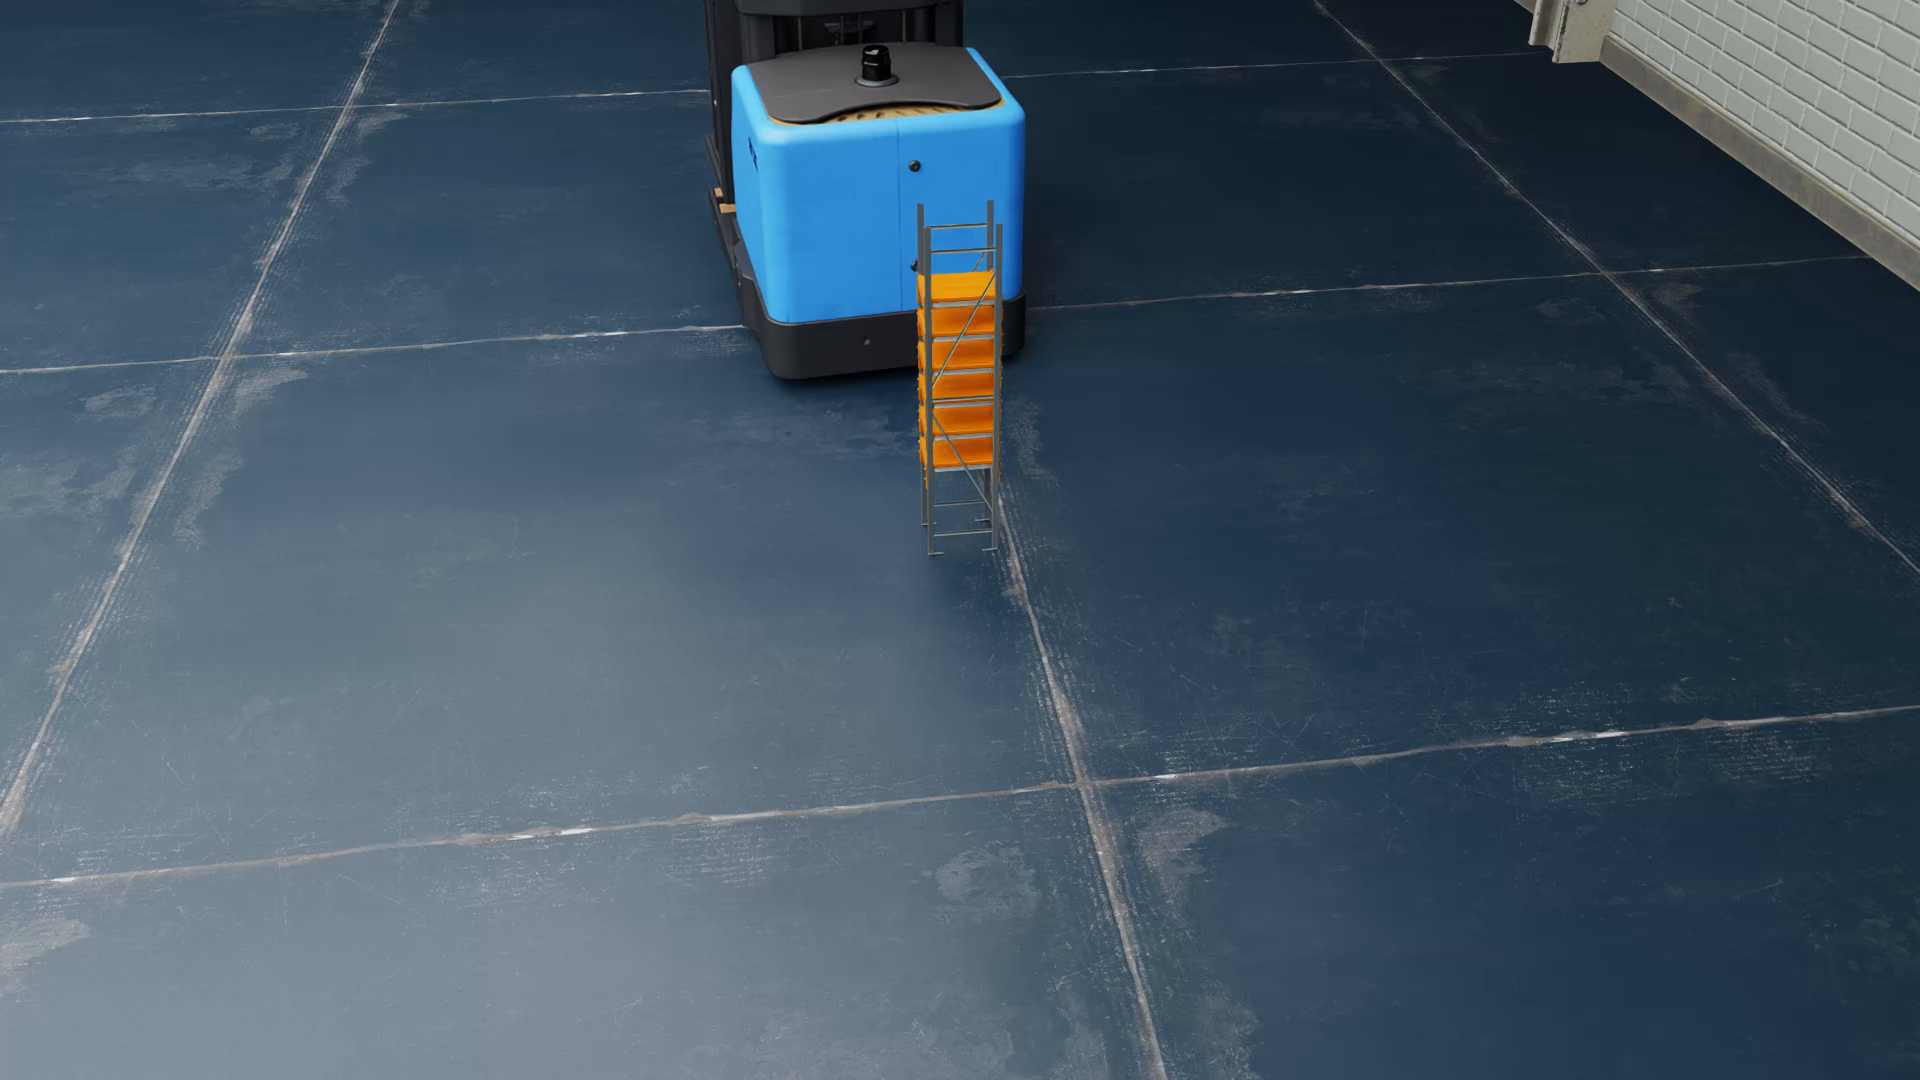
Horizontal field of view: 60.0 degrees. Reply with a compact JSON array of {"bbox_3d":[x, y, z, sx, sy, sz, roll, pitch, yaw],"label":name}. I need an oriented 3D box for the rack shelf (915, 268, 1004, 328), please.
[{"bbox_3d":[-0.002,-0.765,5.246,0.258,0.103,0.180,-4,35,-6],"label":"rack shelf"}]

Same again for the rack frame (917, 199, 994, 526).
[{"bbox_3d":[-0.014,-0.555,5.499,0.240,1.200,0.006,-4,35,-6],"label":"rack frame"}]

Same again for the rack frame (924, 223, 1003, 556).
[{"bbox_3d":[0.010,-0.453,5.349,0.240,1.200,0.006,-4,35,-6],"label":"rack frame"}]

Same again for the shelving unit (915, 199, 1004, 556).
[{"bbox_3d":[-0.002,-0.504,5.424,0.258,1.200,0.189,-4,35,-6],"label":"shelving unit"}]

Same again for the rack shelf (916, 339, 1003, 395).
[{"bbox_3d":[-0.002,-0.566,5.381,0.258,0.103,0.180,-4,35,-6],"label":"rack shelf"}]

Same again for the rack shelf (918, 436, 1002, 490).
[{"bbox_3d":[-0.002,-0.269,5.584,0.258,0.103,0.180,-4,35,-6],"label":"rack shelf"}]

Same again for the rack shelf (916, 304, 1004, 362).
[{"bbox_3d":[-0.002,-0.665,5.314,0.258,0.103,0.180,-4,35,-6],"label":"rack shelf"}]

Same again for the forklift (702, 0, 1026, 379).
[{"bbox_3d":[-0.584,-2.670,7.065,1.130,2.935,3.031,-8,35,-11],"label":"forklift"}]

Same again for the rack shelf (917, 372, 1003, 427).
[{"bbox_3d":[-0.002,-0.467,5.449,0.258,0.103,0.180,-4,35,-6],"label":"rack shelf"}]

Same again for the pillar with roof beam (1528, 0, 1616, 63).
[{"bbox_3d":[-0.584,-6.362,7.095,9.100,9.000,0.400,-4,35,-6],"label":"pillar with roof beam"}]

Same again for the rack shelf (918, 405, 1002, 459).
[{"bbox_3d":[-0.002,-0.368,5.517,0.258,0.103,0.180,-4,35,-6],"label":"rack shelf"}]
